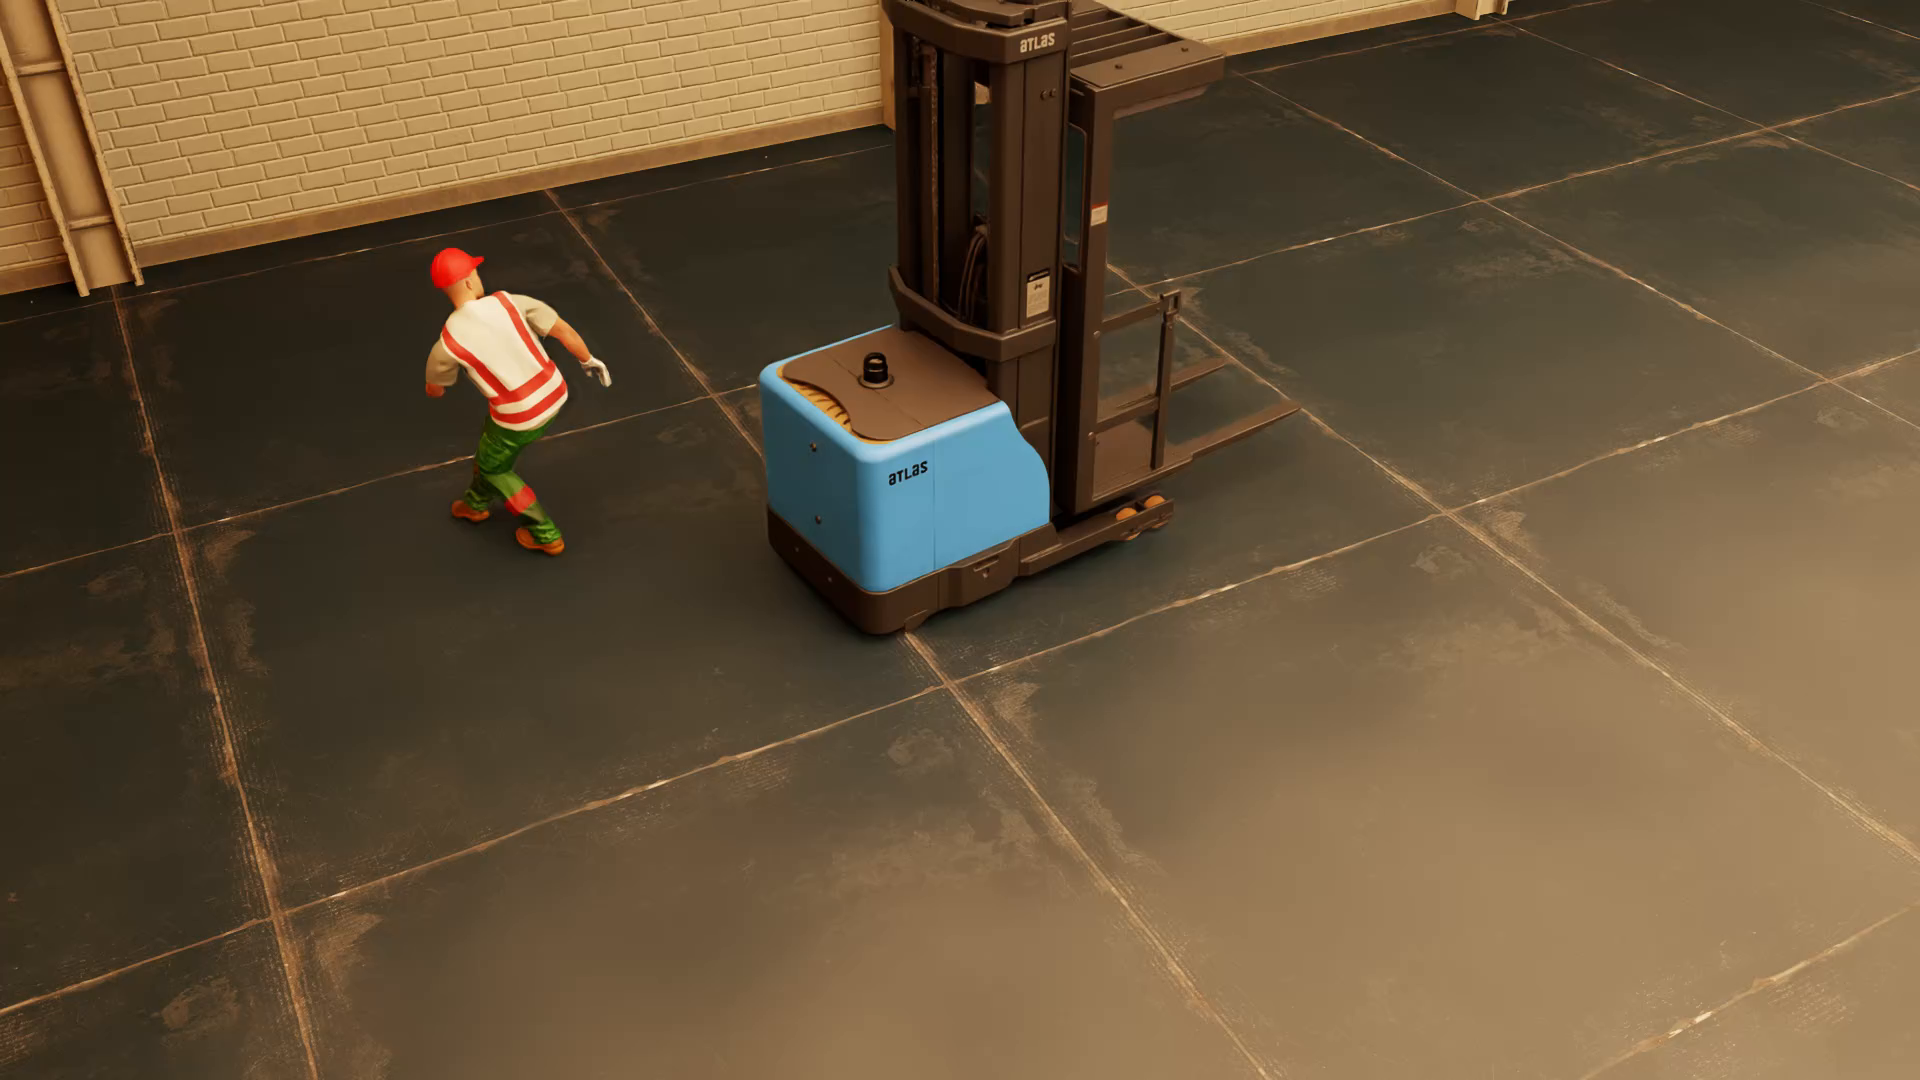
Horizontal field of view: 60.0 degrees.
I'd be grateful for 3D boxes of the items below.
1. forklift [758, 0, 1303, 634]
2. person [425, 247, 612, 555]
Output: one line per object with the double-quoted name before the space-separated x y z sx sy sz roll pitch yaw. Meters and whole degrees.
"forklift" 0.509 -1.421 8.134 3.031 2.935 1.130 -23 41 -29
"person" -2.289 -0.757 8.346 0.814 1.610 0.785 24 42 30
